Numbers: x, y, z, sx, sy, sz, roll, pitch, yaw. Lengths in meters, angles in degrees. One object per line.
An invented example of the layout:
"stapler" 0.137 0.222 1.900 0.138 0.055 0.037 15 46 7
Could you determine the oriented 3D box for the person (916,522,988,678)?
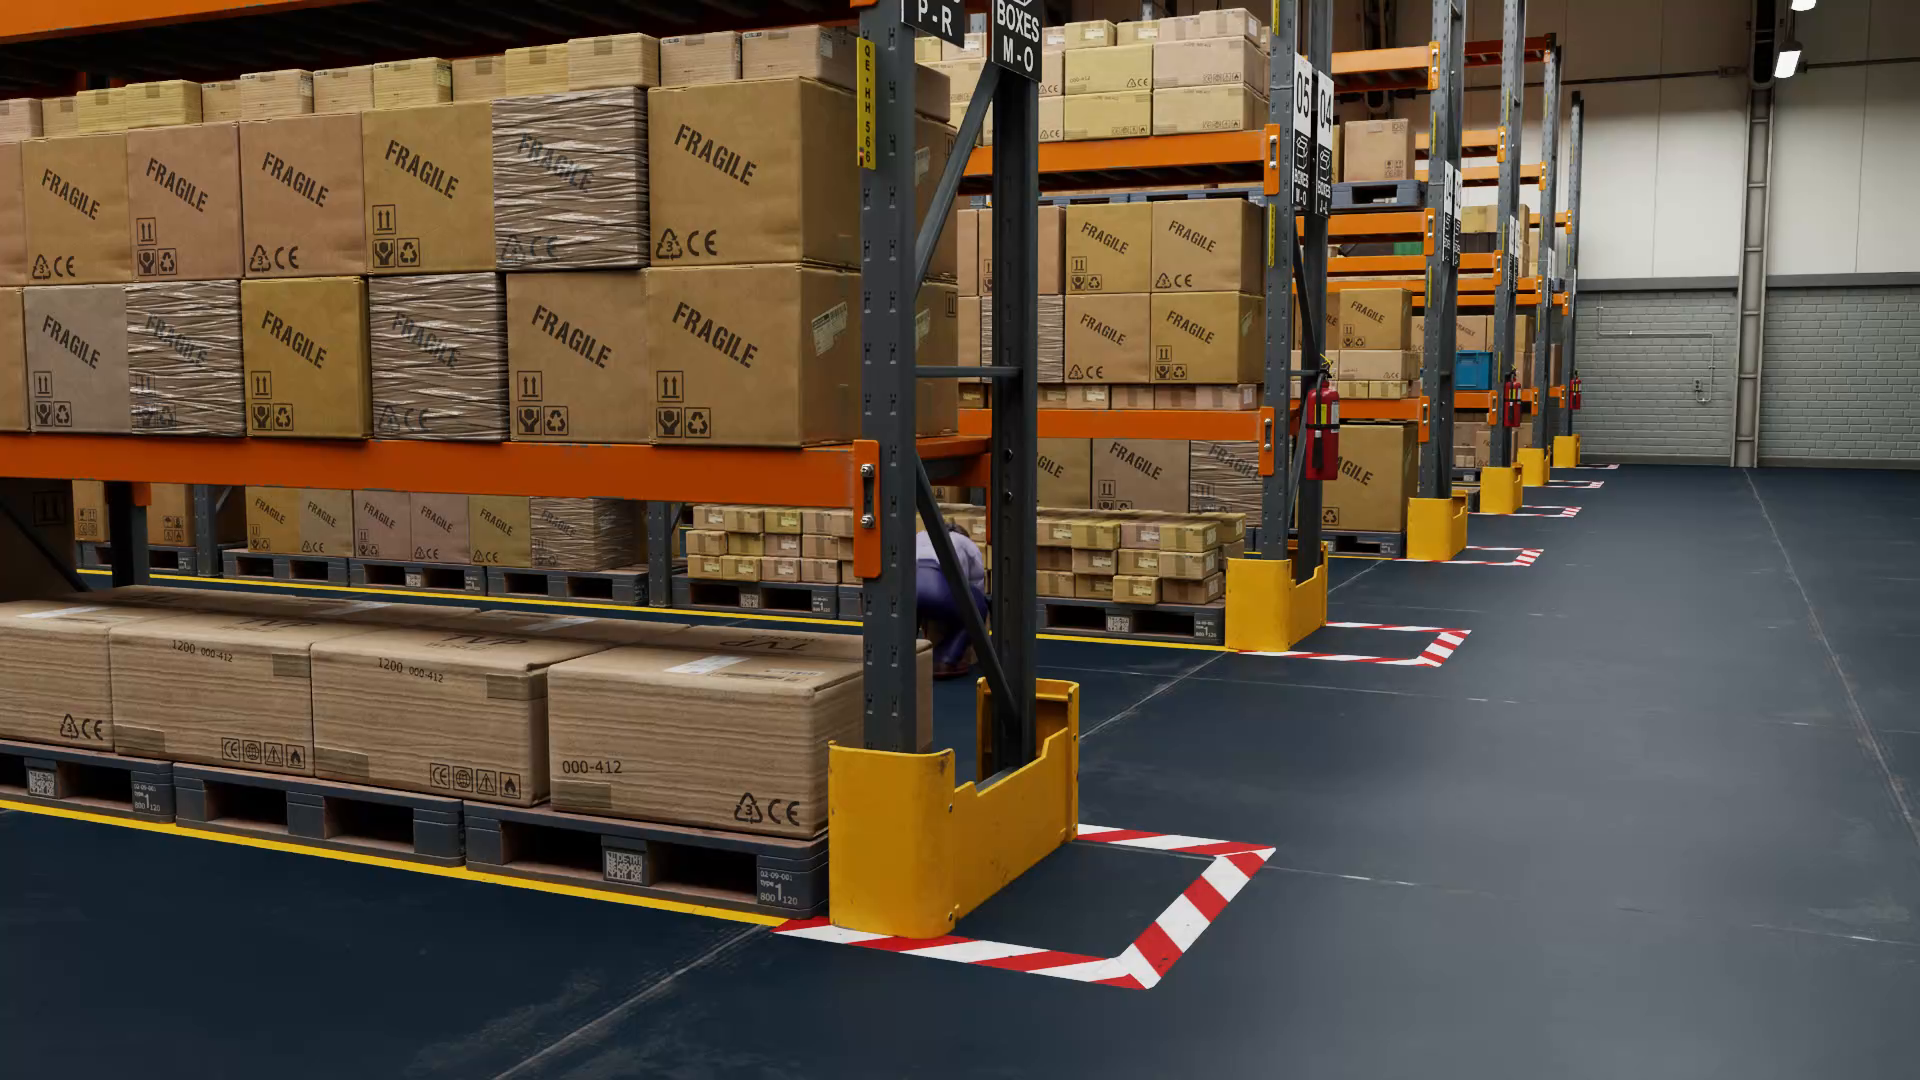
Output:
"person" -0.118 0.308 8.470 0.496 0.755 0.878 2 6 22
